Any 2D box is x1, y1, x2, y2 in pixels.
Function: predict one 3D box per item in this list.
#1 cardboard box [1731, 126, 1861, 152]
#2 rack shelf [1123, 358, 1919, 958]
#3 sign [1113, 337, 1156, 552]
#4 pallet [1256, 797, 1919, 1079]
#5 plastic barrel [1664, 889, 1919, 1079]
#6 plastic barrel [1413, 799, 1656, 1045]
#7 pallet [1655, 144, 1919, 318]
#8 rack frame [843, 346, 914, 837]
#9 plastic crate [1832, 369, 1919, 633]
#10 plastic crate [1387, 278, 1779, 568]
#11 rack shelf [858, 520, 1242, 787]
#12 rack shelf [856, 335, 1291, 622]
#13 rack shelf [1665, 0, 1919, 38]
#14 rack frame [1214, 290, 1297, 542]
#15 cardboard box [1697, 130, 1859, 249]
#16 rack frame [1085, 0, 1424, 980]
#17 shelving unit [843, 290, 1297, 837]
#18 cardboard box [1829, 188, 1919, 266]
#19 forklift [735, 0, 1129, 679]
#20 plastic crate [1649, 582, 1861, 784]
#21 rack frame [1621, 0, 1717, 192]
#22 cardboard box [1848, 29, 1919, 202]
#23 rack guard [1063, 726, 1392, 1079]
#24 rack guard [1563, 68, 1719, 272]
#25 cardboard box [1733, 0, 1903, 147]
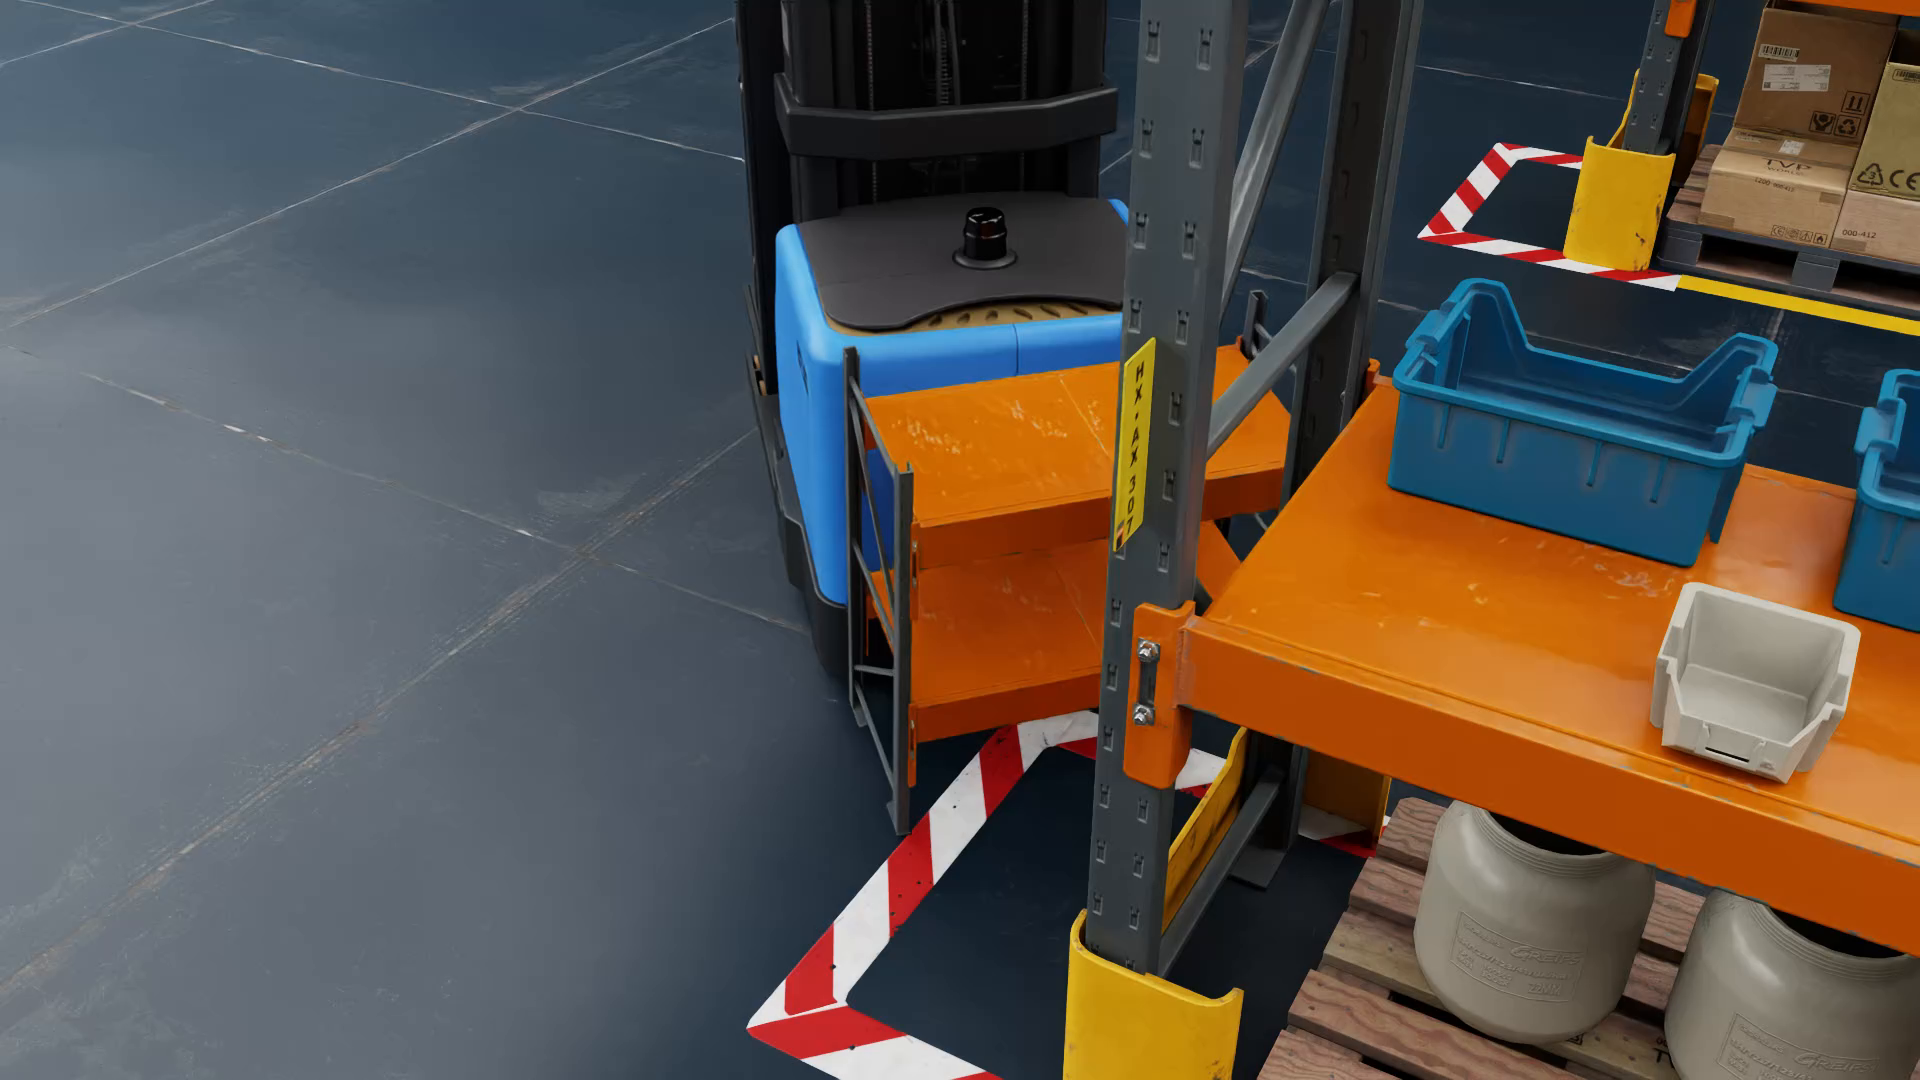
[{"bbox_3d":[3.612,-1.696,7.192,0.500,0.250,0.500,18,37,24],"label":"cardboard box"},{"bbox_3d":[2.275,0.561,2.350,4.000,0.370,1.077,18,37,24],"label":"rack shelf"},{"bbox_3d":[0.262,-0.140,2.504,0.005,0.325,0.100,18,37,24],"label":"sign"},{"bbox_3d":[1.331,1.097,3.413,1.213,0.211,1.003,18,37,24],"label":"pallet"},{"bbox_3d":[1.583,0.854,3.126,0.421,0.512,0.421,0,34,0],"label":"plastic barrel"},{"bbox_3d":[1.148,0.717,3.333,0.421,0.512,0.421,0,34,0],"label":"plastic barrel"},{"bbox_3d":[3.685,-1.320,7.042,1.213,0.211,1.003,18,37,24],"label":"pallet"},{"bbox_3d":[-0.197,0.146,3.968,0.032,1.125,0.500,-10,40,-14],"label":"rack frame"},{"bbox_3d":[1.683,-0.051,2.755,0.408,0.251,0.499,18,37,24],"label":"plastic crate"},{"bbox_3d":[1.122,-0.233,3.027,0.616,0.251,0.499,18,37,24],"label":"plastic crate"},{"bbox_3d":[0.282,0.254,4.245,1.000,0.278,0.538,-10,40,-14],"label":"rack shelf"},{"bbox_3d":[0.297,-0.163,3.906,1.000,0.278,0.538,-10,40,-14],"label":"rack shelf"},{"bbox_3d":[4.736,-1.821,5.928,4.000,0.370,1.077,18,37,24],"label":"rack shelf"},{"bbox_3d":[0.775,-0.019,4.214,0.032,1.125,0.500,-10,40,-14],"label":"rack frame"},{"bbox_3d":[3.355,-1.447,6.818,0.500,0.250,0.500,18,37,24],"label":"cardboard box"},{"bbox_3d":[0.539,-0.288,2.977,0.127,3.000,1.000,18,37,24],"label":"rack frame"},{"bbox_3d":[0.289,0.064,4.091,1.048,1.125,0.538,-10,40,-14],"label":"shelving unit"},{"bbox_3d":[3.791,-1.311,6.614,0.500,0.250,0.500,18,37,24],"label":"cardboard box"},{"bbox_3d":[-0.157,-1.648,5.080,1.130,2.935,3.031,-6,34,-10],"label":"forklift"},{"bbox_3d":[1.156,0.222,2.448,0.250,0.136,0.298,18,37,24],"label":"plastic crate"},{"bbox_3d":[3.000,-2.671,6.555,0.127,3.000,1.000,18,37,24],"label":"rack frame"},{"bbox_3d":[3.790,-1.622,6.405,0.500,0.500,0.500,18,37,24],"label":"cardboard box"},{"bbox_3d":[0.628,0.750,3.672,0.348,0.500,1.175,18,37,24],"label":"rack guard"},{"bbox_3d":[2.979,-1.637,7.257,0.348,0.500,1.175,18,37,24],"label":"rack guard"},{"bbox_3d":[3.613,-2.009,6.986,0.500,0.500,0.500,18,37,24],"label":"cardboard box"}]
